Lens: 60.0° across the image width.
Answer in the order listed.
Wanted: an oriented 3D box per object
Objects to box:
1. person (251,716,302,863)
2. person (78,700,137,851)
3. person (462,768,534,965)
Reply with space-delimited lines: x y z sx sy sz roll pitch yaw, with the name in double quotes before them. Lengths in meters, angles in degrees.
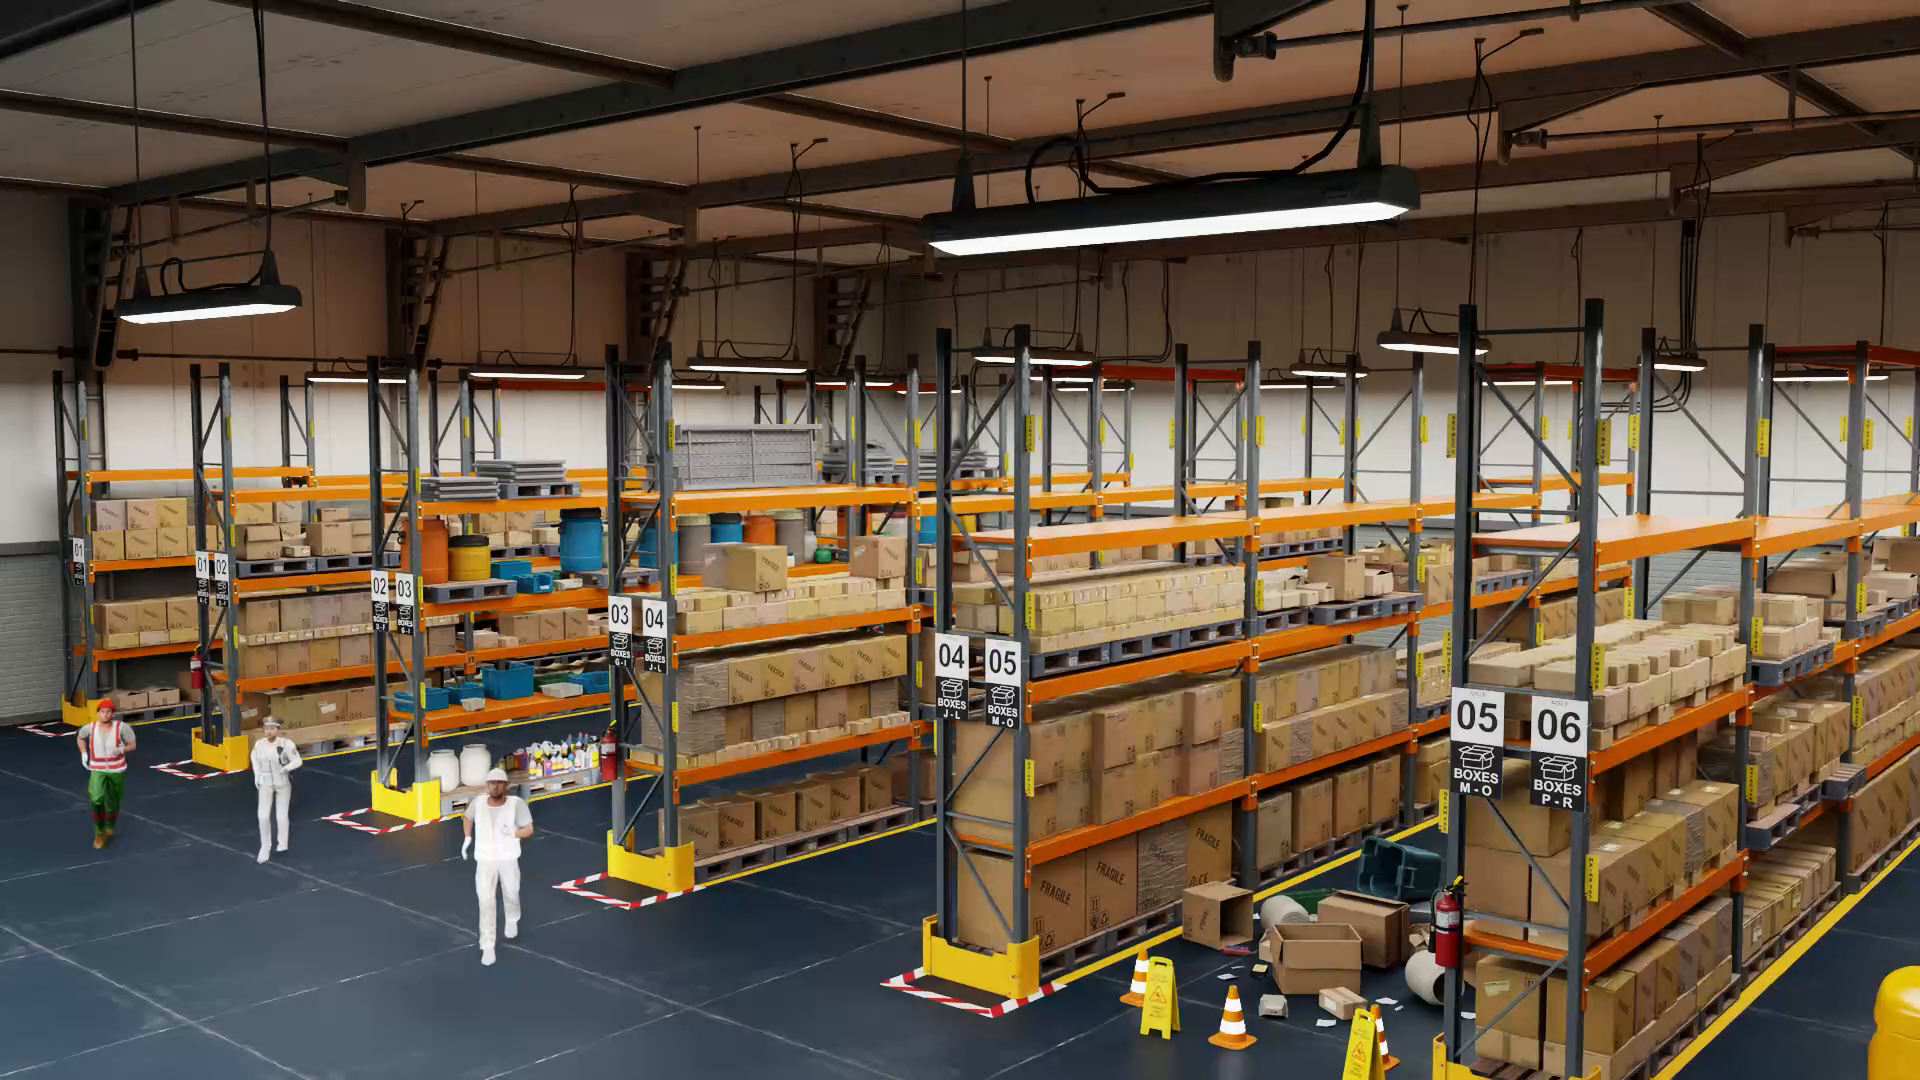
"person" -8.051 2.915 19.571 0.607 1.730 0.706 -1 4 -13
"person" -10.342 2.827 20.194 0.636 1.804 0.792 -2 5 -28
"person" -4.460 3.084 16.053 0.683 1.775 0.992 -1 4 -11
